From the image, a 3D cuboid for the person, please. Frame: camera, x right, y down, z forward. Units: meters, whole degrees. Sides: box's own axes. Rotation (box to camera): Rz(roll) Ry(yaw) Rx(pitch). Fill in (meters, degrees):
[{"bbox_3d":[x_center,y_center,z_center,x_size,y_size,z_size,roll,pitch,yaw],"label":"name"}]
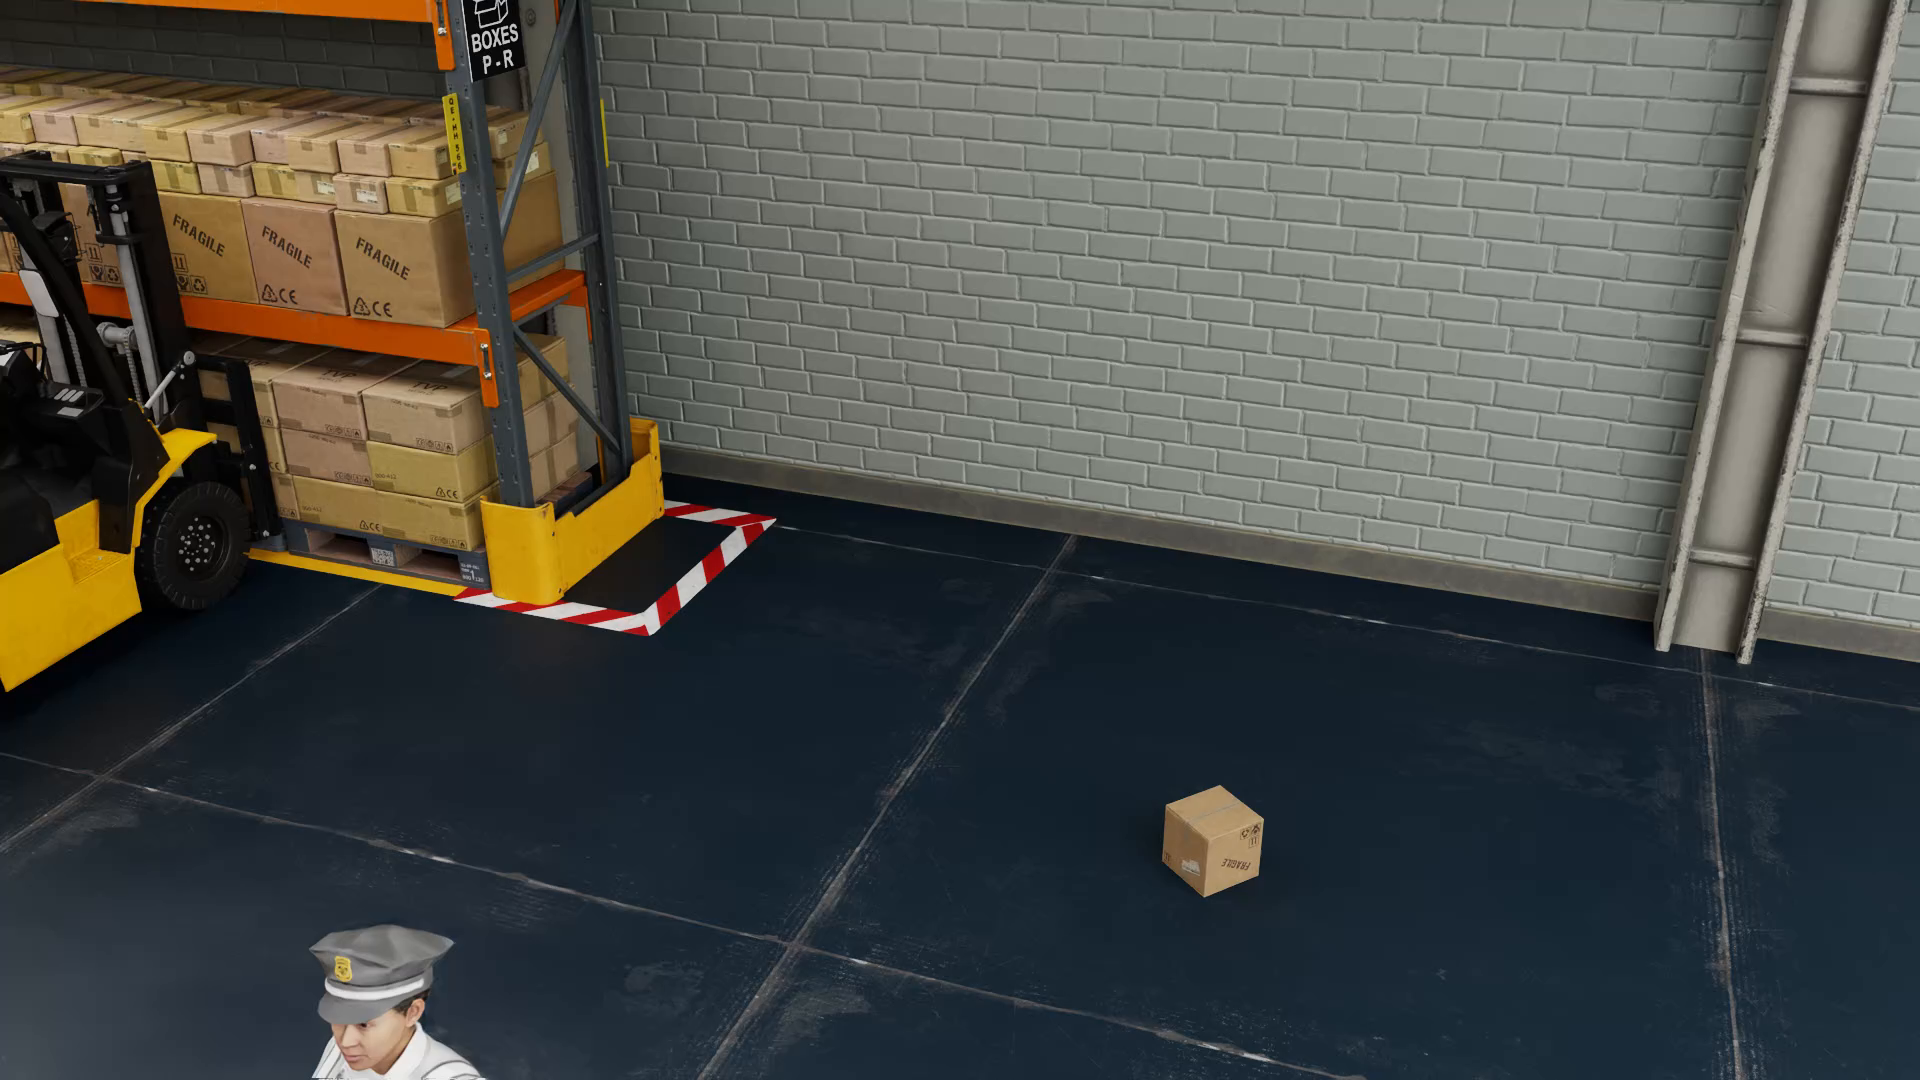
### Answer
[{"bbox_3d":[-1.155,1.524,3.428,0.512,1.635,0.970,13,29,25],"label":"person"}]
